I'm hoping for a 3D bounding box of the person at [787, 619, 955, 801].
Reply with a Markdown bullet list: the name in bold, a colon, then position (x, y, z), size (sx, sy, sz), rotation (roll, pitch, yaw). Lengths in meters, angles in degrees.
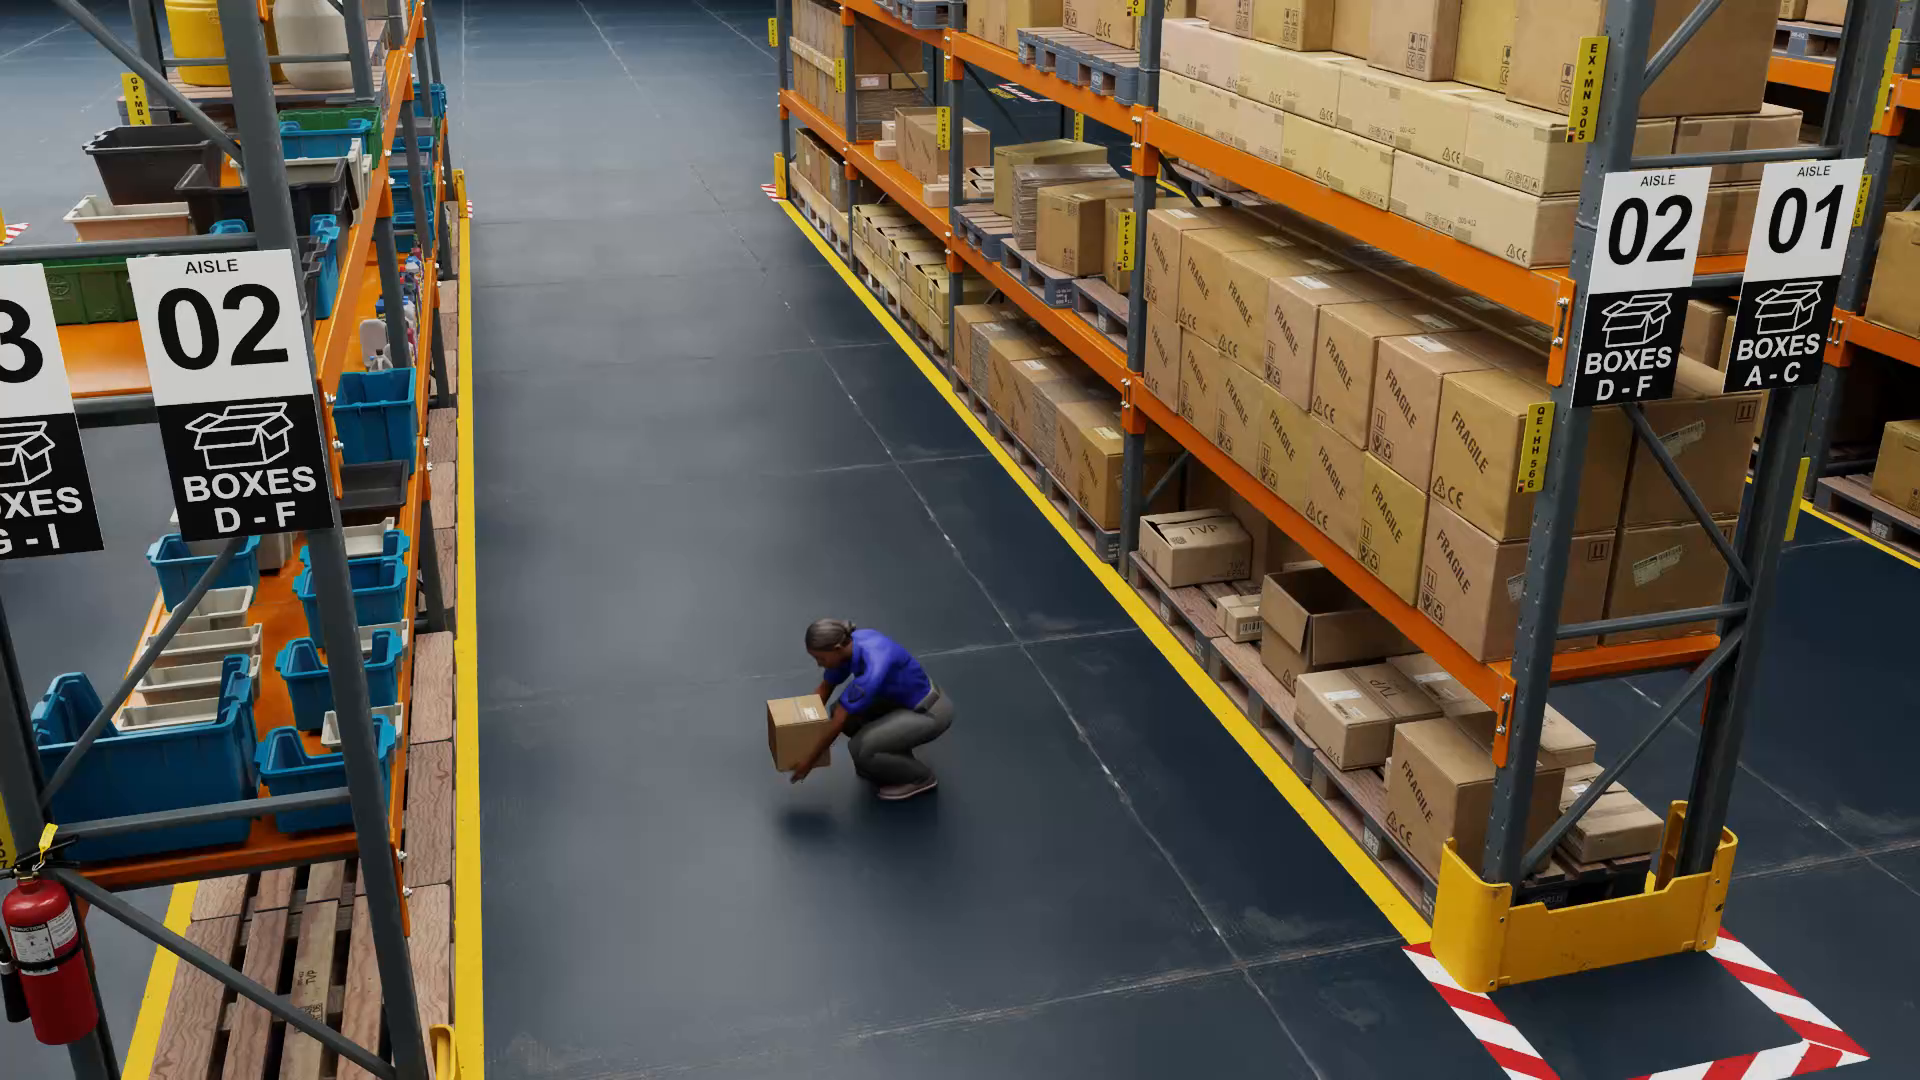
- **person**: position (-0.438, 0.749, 7.791), size (0.826, 0.934, 0.491), rotation (-7, 24, -15)
